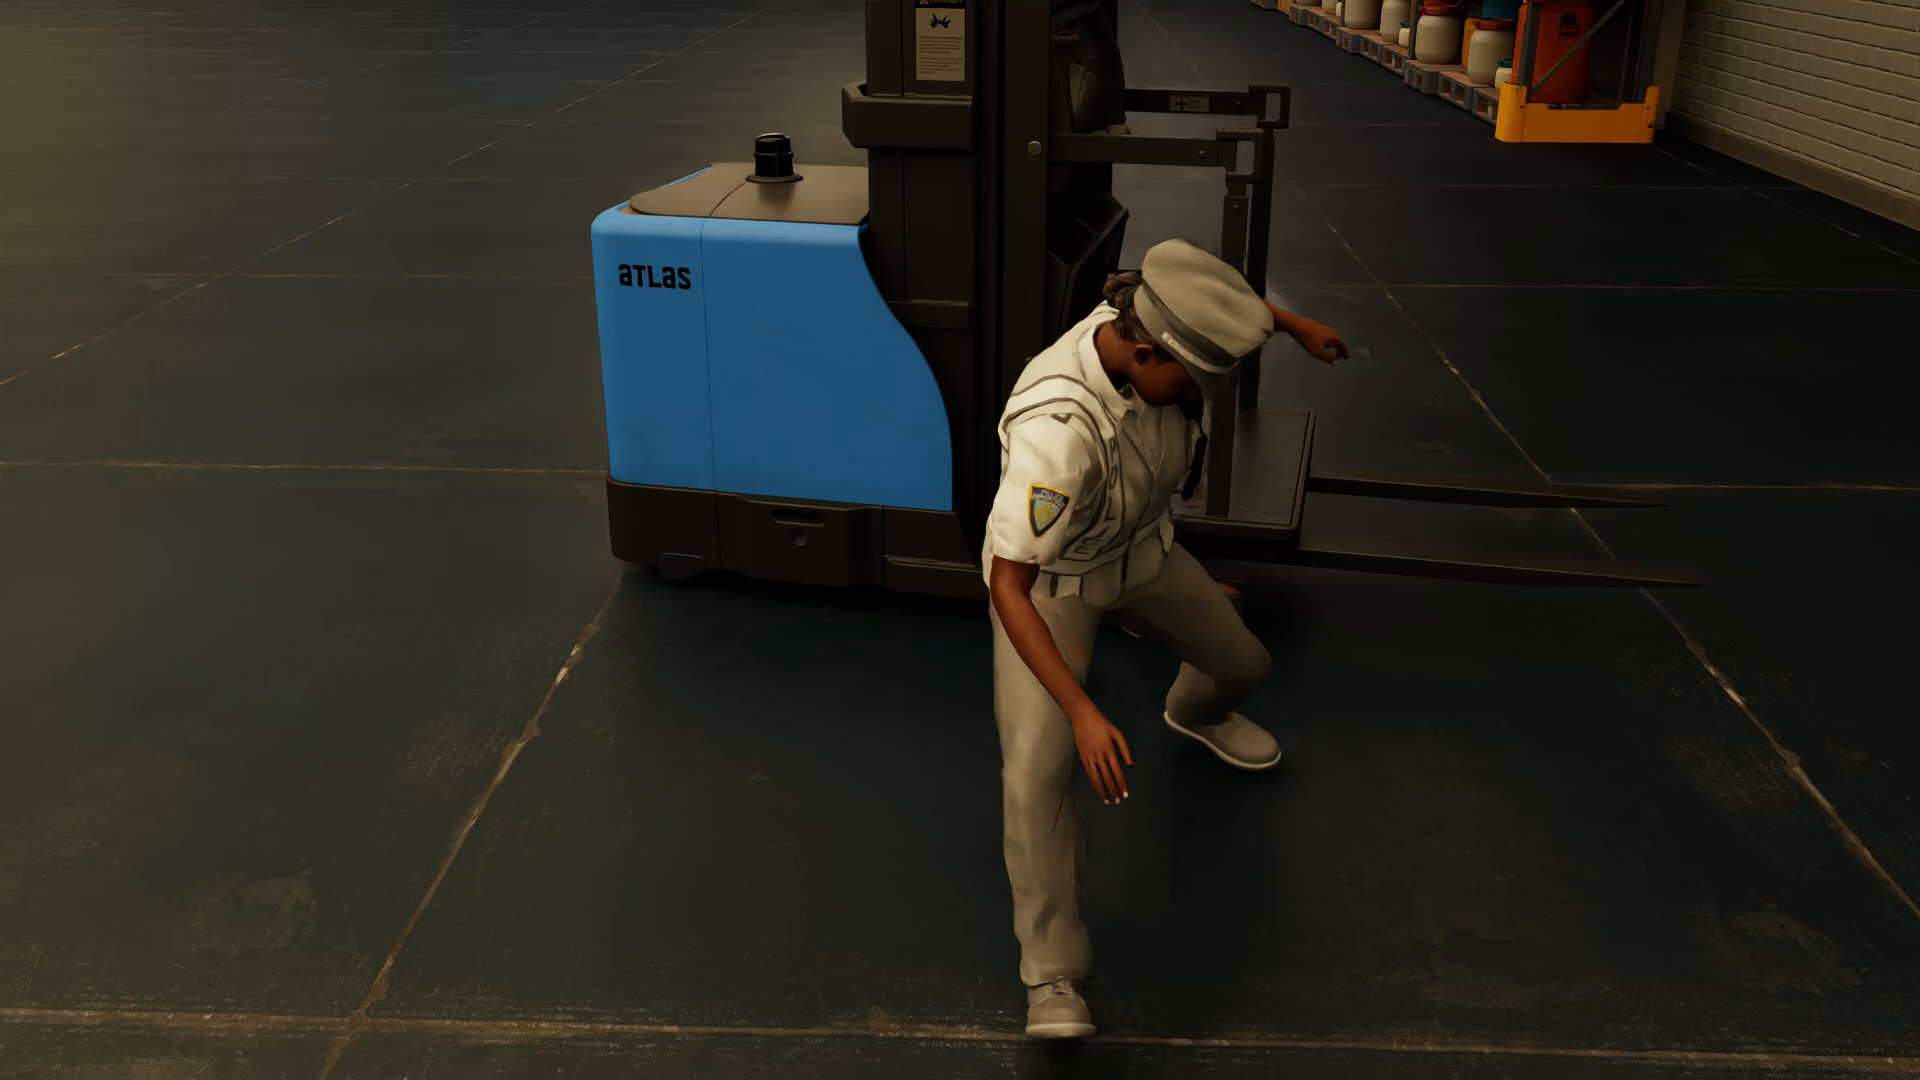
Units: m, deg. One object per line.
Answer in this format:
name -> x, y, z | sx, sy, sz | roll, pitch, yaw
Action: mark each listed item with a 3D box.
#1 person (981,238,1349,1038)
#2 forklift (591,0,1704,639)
person -> 0.374, 0.085, 3.156 | 1.185, 1.382, 0.720 | -18, 28, -38
forklift -> 0.540, -1.294, 4.493 | 3.031, 2.935, 1.130 | 5, 22, 13
